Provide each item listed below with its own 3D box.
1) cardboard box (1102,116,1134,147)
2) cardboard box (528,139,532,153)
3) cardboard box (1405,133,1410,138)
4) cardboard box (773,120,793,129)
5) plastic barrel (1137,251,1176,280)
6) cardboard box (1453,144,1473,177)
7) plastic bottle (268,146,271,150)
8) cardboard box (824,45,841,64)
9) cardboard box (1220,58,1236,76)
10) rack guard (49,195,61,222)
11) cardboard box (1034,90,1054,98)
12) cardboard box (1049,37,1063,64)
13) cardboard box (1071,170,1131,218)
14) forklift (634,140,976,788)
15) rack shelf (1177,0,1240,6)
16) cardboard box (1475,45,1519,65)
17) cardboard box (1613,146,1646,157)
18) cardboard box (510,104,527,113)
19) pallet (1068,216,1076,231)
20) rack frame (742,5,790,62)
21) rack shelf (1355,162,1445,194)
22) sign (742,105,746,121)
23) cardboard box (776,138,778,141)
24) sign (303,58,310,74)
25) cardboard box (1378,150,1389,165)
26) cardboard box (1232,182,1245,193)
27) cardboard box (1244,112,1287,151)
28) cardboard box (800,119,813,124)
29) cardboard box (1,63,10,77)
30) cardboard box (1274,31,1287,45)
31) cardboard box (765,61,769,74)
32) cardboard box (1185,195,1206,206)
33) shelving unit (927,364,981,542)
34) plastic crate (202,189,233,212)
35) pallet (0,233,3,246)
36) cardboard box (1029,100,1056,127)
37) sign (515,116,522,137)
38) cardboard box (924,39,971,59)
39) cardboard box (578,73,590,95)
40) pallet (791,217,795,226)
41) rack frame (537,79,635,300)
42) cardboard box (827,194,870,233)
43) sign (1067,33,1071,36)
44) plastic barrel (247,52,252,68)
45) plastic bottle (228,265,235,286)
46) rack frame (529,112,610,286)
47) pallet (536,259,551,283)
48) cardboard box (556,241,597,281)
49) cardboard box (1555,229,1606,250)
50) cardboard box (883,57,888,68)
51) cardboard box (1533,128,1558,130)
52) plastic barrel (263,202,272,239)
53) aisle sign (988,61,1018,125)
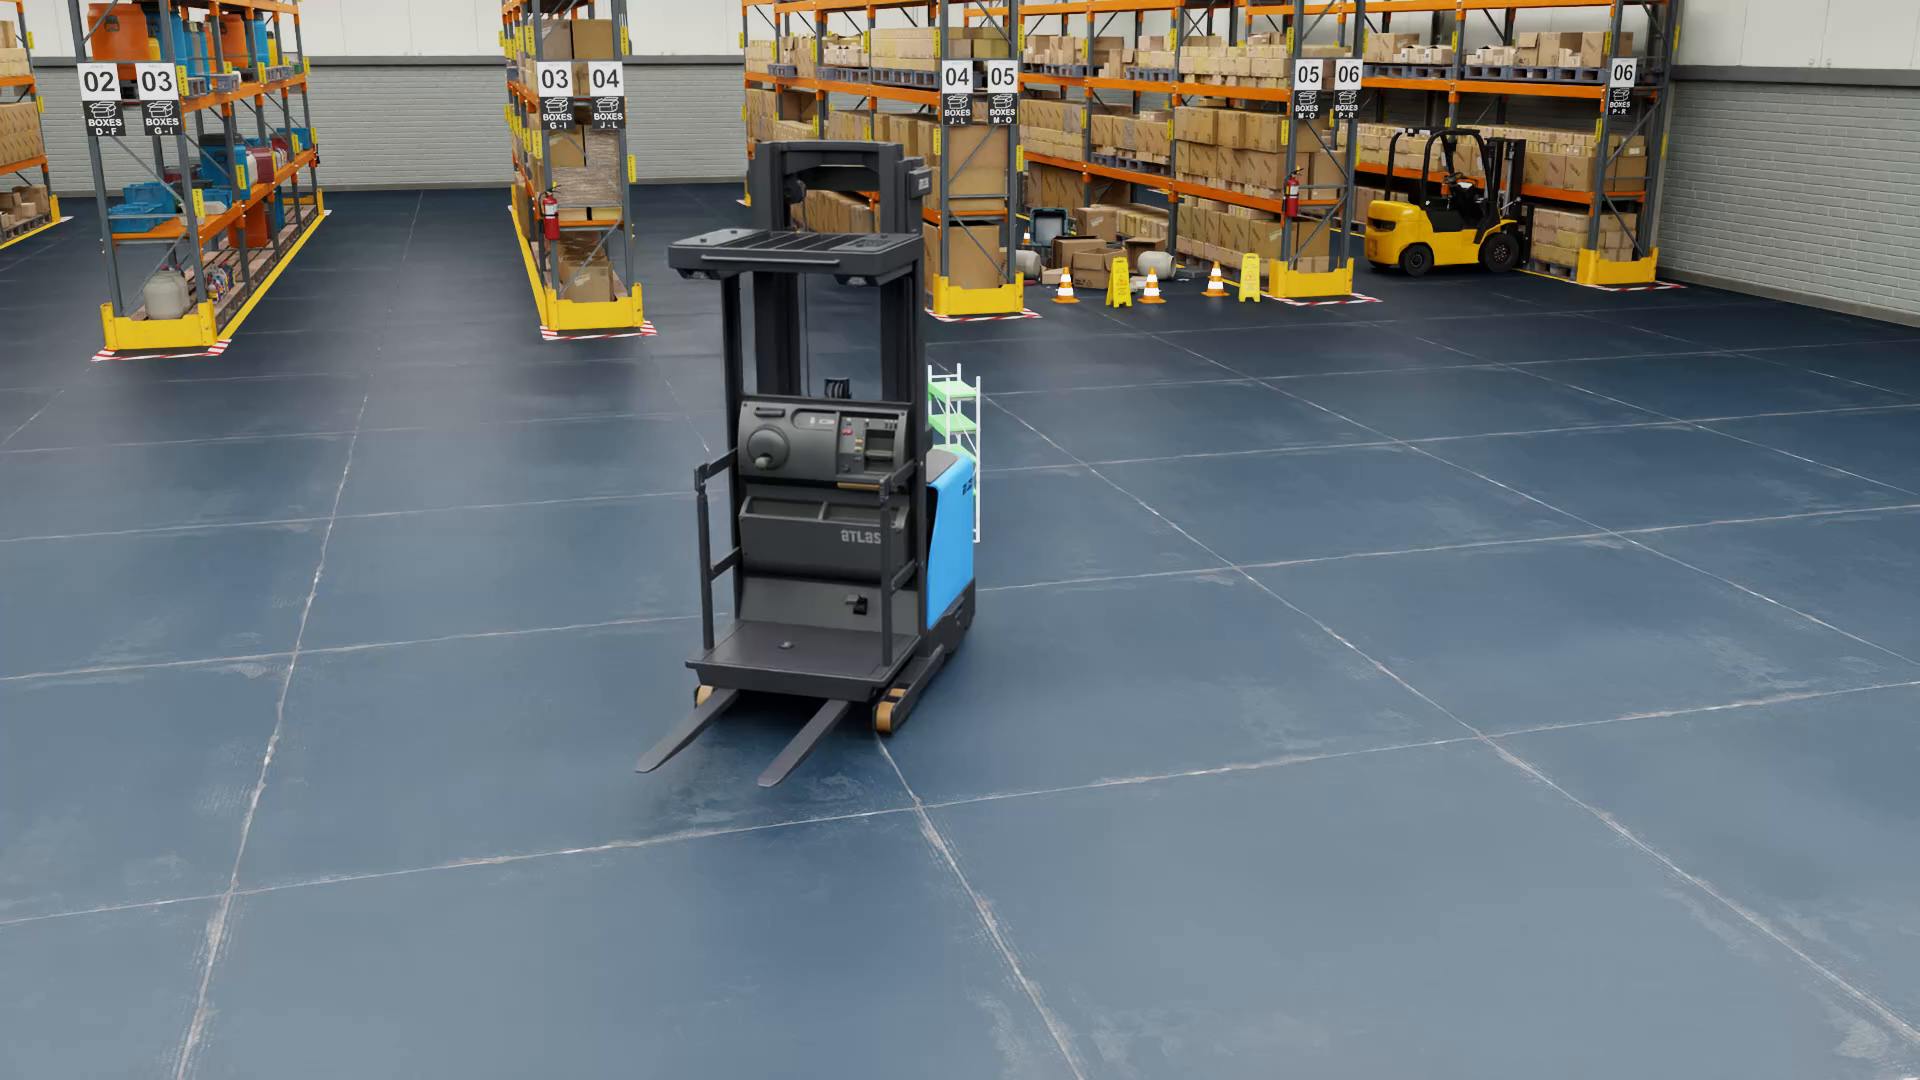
[{"bbox_3d":[2.821,-7.206,29.305,0.500,0.500,0.500,-4,17,-12],"label":"cardboard box"},{"bbox_3d":[-6.224,-5.933,25.581,0.797,0.503,0.637,-3,17,-10],"label":"cardboard box"},{"bbox_3d":[8.017,-7.104,29.088,0.380,0.149,0.250,-5,17,-17],"label":"cardboard box"},{"bbox_3d":[-3.395,-8.008,32.070,0.380,0.149,0.250,-4,17,-12],"label":"cardboard box"},{"bbox_3d":[2.945,-4.105,24.883,0.512,0.421,0.421,7,18,23],"label":"plastic barrel"},{"bbox_3d":[8.512,-6.292,27.511,0.500,0.500,0.500,-5,17,-17],"label":"cardboard box"},{"bbox_3d":[-12.191,-6.768,29.356,0.144,0.351,0.185,-5,17,-15],"label":"plastic bottle"},{"bbox_3d":[-1.974,-8.106,27.762,0.500,0.311,0.500,-5,17,-15],"label":"cardboard box"},{"bbox_3d":[4.144,-6.937,24.361,0.500,0.250,0.500,-5,17,-15],"label":"cardboard box"},{"bbox_3d":[-18.462,-6.529,32.820,1.175,0.500,0.348,-5,17,-15],"label":"rack guard"},{"bbox_3d":[1.748,-9.222,34.398,0.380,0.149,0.250,-4,17,-14],"label":"cardboard box"},{"bbox_3d":[2.007,-9.251,31.416,0.500,0.500,0.500,-5,17,-15],"label":"cardboard box"},{"bbox_3d":[2.660,-6.482,31.279,0.875,0.875,0.875,-5,17,-16],"label":"cardboard box"},{"bbox_3d":[-0.783,-0.524,8.603,1.130,2.935,3.031,4,17,14],"label":"forklift"},{"bbox_3d":[4.419,-7.968,24.092,1.077,0.370,4.000,-5,17,-15],"label":"rack shelf"},{"bbox_3d":[8.635,-7.781,26.679,0.500,0.311,0.500,-4,17,-14],"label":"cardboard box"},{"bbox_3d":[9.896,-5.754,24.592,0.380,0.149,0.250,-5,17,-17],"label":"cardboard box"},{"bbox_3d":[-8.799,-8.524,33.556,0.500,0.500,0.500,-5,17,-17],"label":"cardboard box"},{"bbox_3d":[2.626,-5.989,31.523,1.003,0.211,1.213,-5,17,-15],"label":"pallet"},{"bbox_3d":[-4.160,-11.767,35.484,1.000,3.000,0.127,-5,17,-15],"label":"rack frame"},{"bbox_3d":[8.091,-6.596,29.947,1.077,0.370,4.000,-5,17,-15],"label":"rack shelf"},{"bbox_3d":[-4.682,-9.266,36.079,0.100,0.325,0.005,-5,17,-15],"label":"sign"},{"bbox_3d":[-3.313,-7.647,31.901,0.380,0.149,0.250,-4,17,-14],"label":"cardboard box"},{"bbox_3d":[-13.195,-9.573,33.574,0.100,0.325,0.005,-5,17,-15],"label":"sign"},{"bbox_3d":[7.851,-6.855,29.819,0.500,0.250,0.500,-4,17,-13],"label":"cardboard box"},{"bbox_3d":[4.241,-5.202,24.493,0.380,0.149,0.250,-5,17,-16],"label":"cardboard box"},{"bbox_3d":[4.486,-5.821,23.689,0.700,0.500,0.500,-5,17,-15],"label":"cardboard box"},{"bbox_3d":[-2.955,-8.135,33.128,0.500,0.500,0.500,-5,17,-16],"label":"cardboard box"},{"bbox_3d":[-17.690,-8.575,30.332,0.500,0.250,0.500,-5,17,-15],"label":"cardboard box"},{"bbox_3d":[6.697,-10.357,34.298,0.396,0.266,0.258,-5,17,-15],"label":"cardboard box"},{"bbox_3d":[-3.582,-9.406,33.097,0.500,0.250,0.500,-5,17,-15],"label":"cardboard box"},{"bbox_3d":[3.748,-5.324,26.081,0.380,0.149,0.250,-4,17,-14],"label":"cardboard box"},{"bbox_3d":[-0.045,-0.620,11.932,0.258,1.200,0.503,-5,17,-15],"label":"shelving unit"},{"bbox_3d":[-9.856,-4.463,21.854,0.499,0.251,0.616,-5,17,-15],"label":"plastic crate"},{"bbox_3d":[-17.124,-5.084,28.509,1.003,0.211,1.213,-5,17,-15],"label":"pallet"},{"bbox_3d":[1.682,-8.451,32.959,0.500,0.500,0.500,-5,17,-16],"label":"cardboard box"},{"bbox_3d":[-7.291,-6.827,27.452,0.100,0.325,0.005,-5,17,-15],"label":"sign"},{"bbox_3d":[-0.166,-6.338,21.463,0.500,0.250,0.500,-4,17,-15],"label":"cardboard box"},{"bbox_3d":[-4.444,-5.622,20.502,0.500,0.250,0.500,-4,17,-14],"label":"cardboard box"},{"bbox_3d":[-2.846,-6.237,32.348,1.003,0.211,1.213,-5,17,-15],"label":"pallet"},{"bbox_3d":[-4.560,-4.104,20.401,1.000,3.000,0.127,-5,17,-15],"label":"rack frame"},{"bbox_3d":[-1.637,-5.388,27.855,1.050,0.750,0.750,-4,17,-14],"label":"cardboard box"},{"bbox_3d":[2.190,-10.087,33.660,0.100,0.325,0.005,-5,17,-15],"label":"sign"},{"bbox_3d":[-11.591,-7.800,27.031,0.294,0.245,0.294,0,17,0],"label":"plastic barrel"},{"bbox_3d":[-9.972,-3.622,22.752,0.061,0.283,0.133,-4,17,-12],"label":"plastic bottle"},{"bbox_3d":[-5.659,-5.210,24.084,1.000,3.000,0.127,-5,17,-15],"label":"rack frame"},{"bbox_3d":[-5.875,-4.090,25.202,1.003,0.211,1.213,-5,17,-15],"label":"pallet"},{"bbox_3d":[-5.423,-3.943,23.479,0.500,0.500,0.500,1,17,2],"label":"cardboard box"},{"bbox_3d":[9.306,-4.515,24.948,0.500,0.250,0.500,-5,17,-16],"label":"cardboard box"},{"bbox_3d":[-0.880,-6.802,23.703,0.380,0.149,0.250,-5,17,-16],"label":"cardboard box"},{"bbox_3d":[9.340,-6.467,26.450,0.380,0.149,0.250,-5,17,-16],"label":"cardboard box"},{"bbox_3d":[-11.982,-5.418,28.236,0.600,0.588,0.708,-5,17,-15],"label":"plastic barrel"},{"bbox_3d":[0.545,-5.717,21.253,0.394,0.787,0.004,-5,17,-15],"label":"aisle sign"}]
